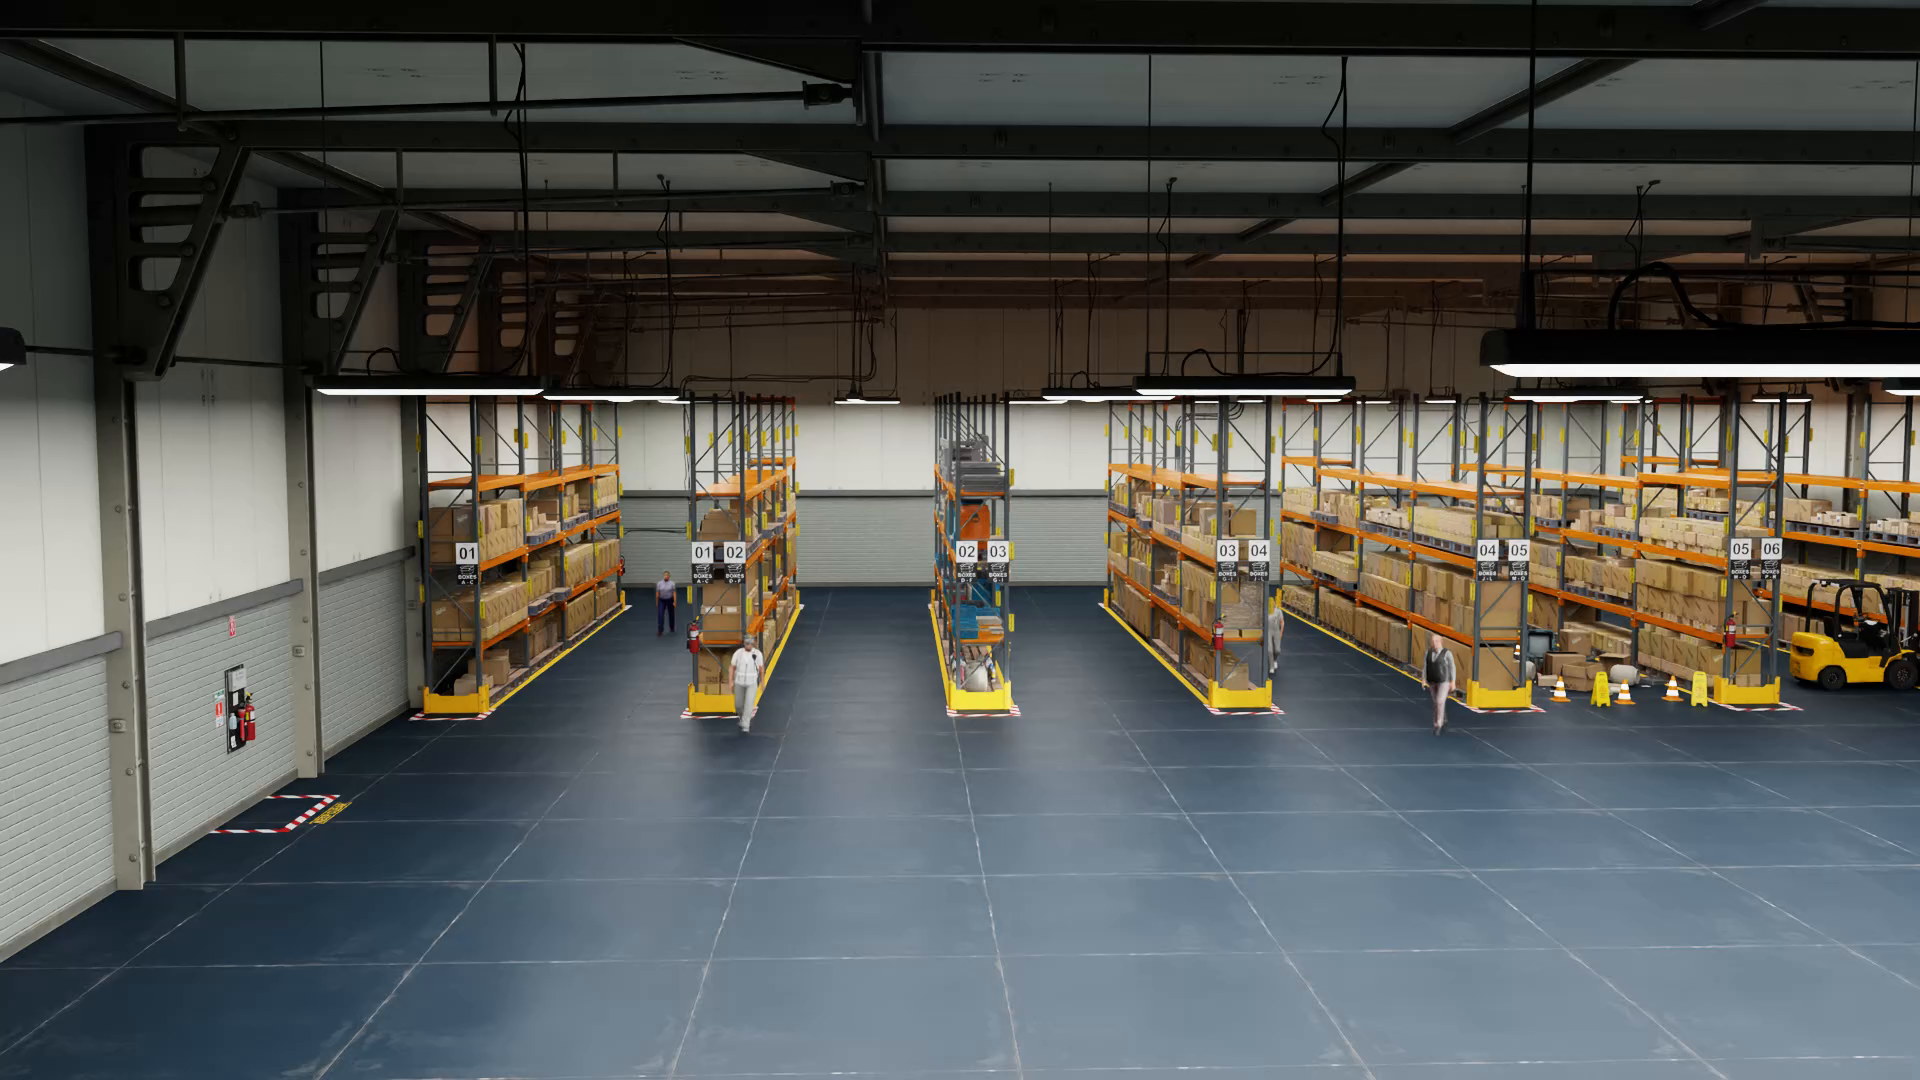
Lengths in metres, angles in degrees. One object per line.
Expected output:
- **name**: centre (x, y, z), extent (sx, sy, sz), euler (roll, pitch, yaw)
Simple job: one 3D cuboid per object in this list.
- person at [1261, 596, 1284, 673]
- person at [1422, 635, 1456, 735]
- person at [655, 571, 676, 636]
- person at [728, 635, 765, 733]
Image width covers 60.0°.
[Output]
- **person**: centre (6.741, 2.025, 35.976), extent (0.501, 1.649, 0.608), euler (1, 5, 7)
- **person**: centre (8.416, 2.481, 29.320), extent (0.851, 1.630, 0.555), euler (-4, 6, -42)
- **person**: centre (-7.376, 1.570, 41.723), extent (0.537, 1.570, 1.038), euler (0, 5, -2)
- **person**: centre (-3.765, 2.529, 29.320), extent (0.630, 1.707, 0.993), euler (0, 5, -4)
